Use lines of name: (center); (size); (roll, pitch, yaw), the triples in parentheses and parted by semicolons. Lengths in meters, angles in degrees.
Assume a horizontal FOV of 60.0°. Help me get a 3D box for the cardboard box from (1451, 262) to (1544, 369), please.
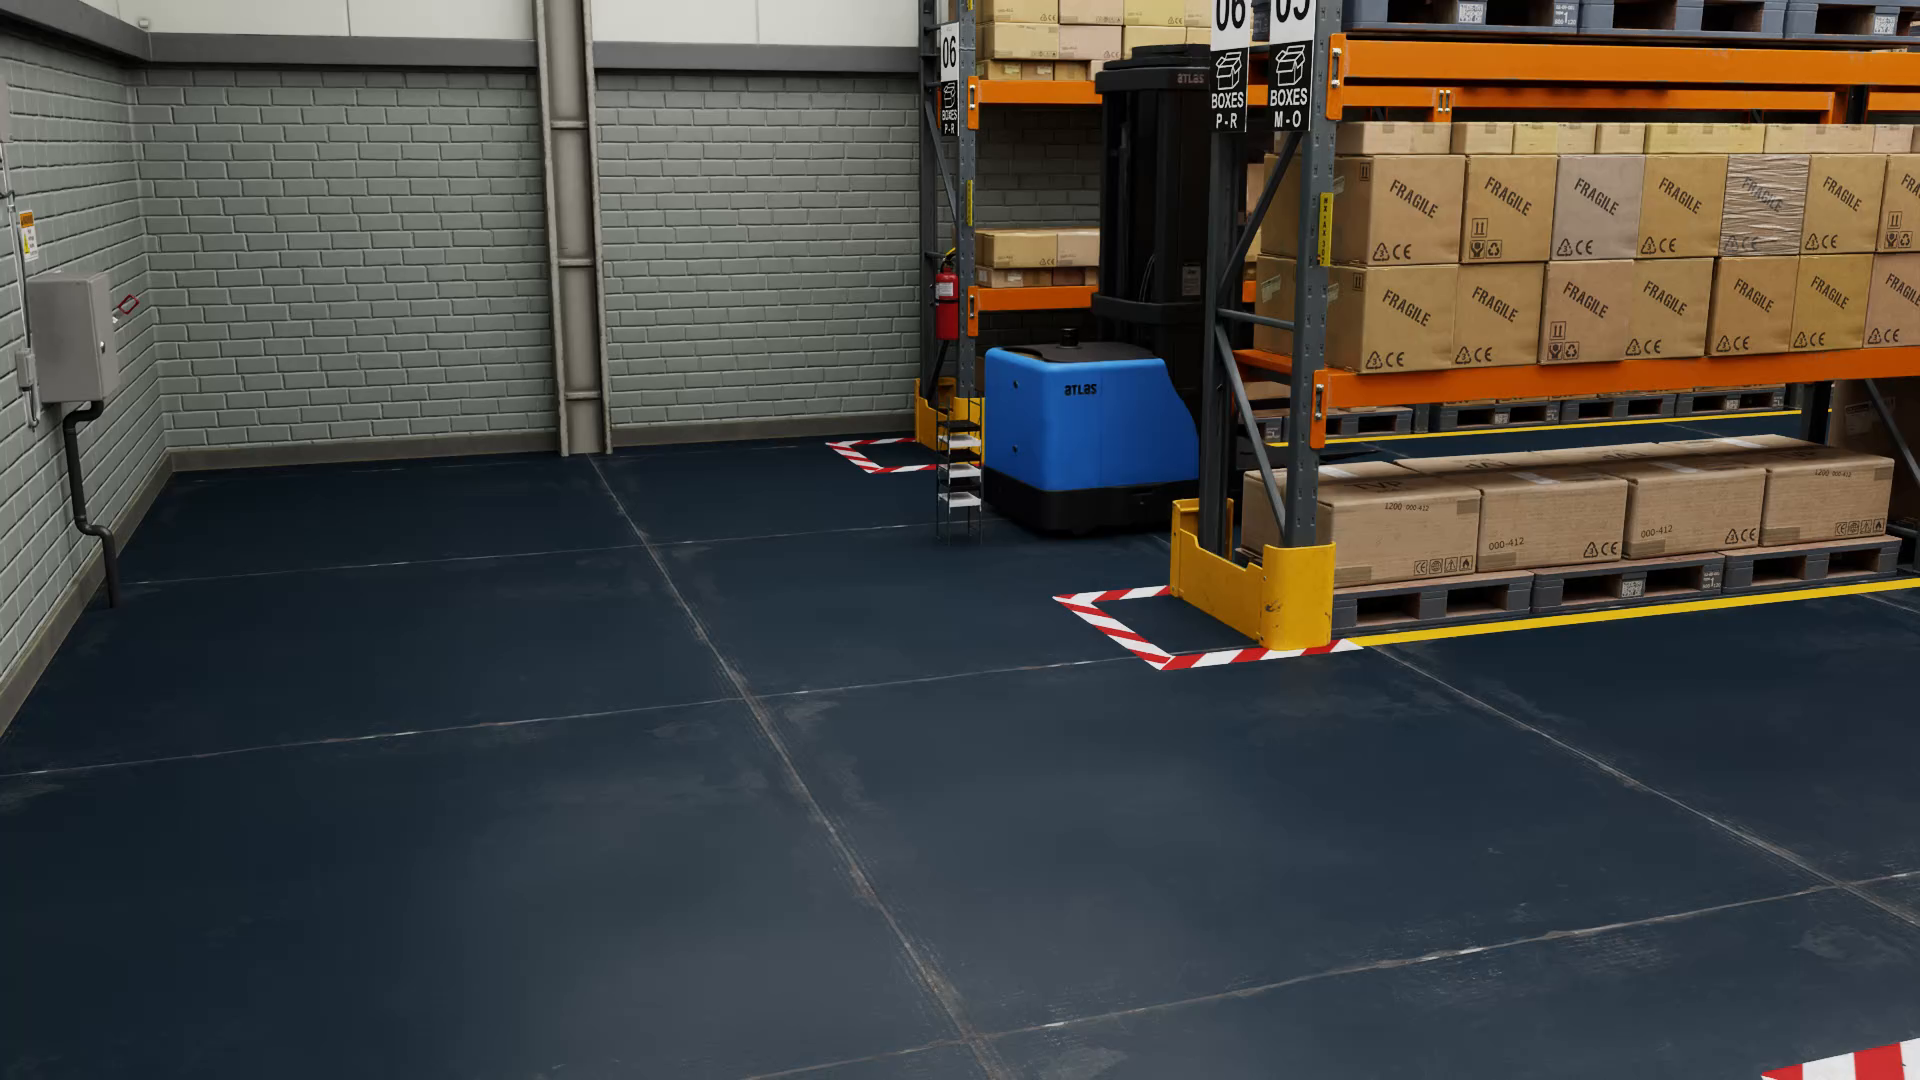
cardboard box: (2.499, -1.133, 8.207); (0.500, 0.500, 0.500); (-5, 14, -19)

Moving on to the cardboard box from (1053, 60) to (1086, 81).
cardboard box: (0.760, -3.507, 12.464); (0.250, 0.149, 0.380); (-4, 14, -18)

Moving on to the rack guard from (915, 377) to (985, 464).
rack guard: (-0.033, -0.946, 13.041); (0.348, 0.500, 1.175); (-4, 14, -18)

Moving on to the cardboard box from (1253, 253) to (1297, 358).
cardboard box: (1.855, -1.211, 8.534); (0.500, 0.500, 0.500); (-4, 14, -18)

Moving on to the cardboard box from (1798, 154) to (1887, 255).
cardboard box: (4.430, -1.768, 8.715); (0.500, 0.500, 0.500); (-5, 14, -19)

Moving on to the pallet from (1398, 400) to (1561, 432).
pallet: (4.445, -1.164, 14.579); (1.213, 0.211, 1.003); (-4, 14, -18)

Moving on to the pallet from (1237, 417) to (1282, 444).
pallet: (1.877, -0.954, 13.697); (1.213, 0.211, 1.003); (-4, 14, -18)

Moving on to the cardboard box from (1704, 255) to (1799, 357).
cardboard box: (3.957, -1.242, 8.668); (0.500, 0.500, 0.500); (-5, 14, -19)

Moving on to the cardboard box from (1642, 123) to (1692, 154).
cardboard box: (3.390, -1.990, 8.247); (0.250, 0.149, 0.380); (-5, 14, -19)

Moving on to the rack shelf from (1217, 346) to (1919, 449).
rack shelf: (3.377, -0.866, 8.856); (4.000, 0.370, 1.077); (-4, 14, -18)

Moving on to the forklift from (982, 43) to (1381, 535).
forklift: (1.713, -1.654, 10.765); (3.031, 2.935, 1.130); (-5, 14, -22)

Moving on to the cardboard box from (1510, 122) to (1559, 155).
cardboard box: (2.659, -1.937, 8.025); (0.250, 0.149, 0.380); (-5, 14, -20)

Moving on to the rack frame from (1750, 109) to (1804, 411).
rack frame: (7.477, -2.747, 15.210); (0.127, 3.000, 1.000); (-4, 14, -18)

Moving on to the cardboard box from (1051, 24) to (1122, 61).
cardboard box: (0.878, -3.703, 12.426); (0.500, 0.250, 0.500); (-4, 14, -17)

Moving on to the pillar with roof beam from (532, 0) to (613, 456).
pillar with roof beam: (-1.575, -4.130, 8.059); (0.400, 9.000, 9.100); (-4, 14, -18)

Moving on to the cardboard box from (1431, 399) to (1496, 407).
cardboard box: (4.217, -1.427, 14.152); (0.500, 0.500, 0.500); (-4, 14, -16)

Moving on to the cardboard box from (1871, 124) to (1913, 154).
cardboard box: (4.798, -2.126, 8.820); (0.250, 0.149, 0.380); (-4, 14, -17)

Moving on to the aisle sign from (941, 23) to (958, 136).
aisle sign: (-0.076, -3.352, 12.135); (0.004, 0.787, 0.394); (-4, 14, -18)

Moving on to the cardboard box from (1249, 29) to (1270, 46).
cardboard box: (2.330, -3.816, 12.905); (0.500, 0.250, 0.500); (-4, 14, -17)

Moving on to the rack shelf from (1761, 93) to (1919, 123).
rack shelf: (9.373, -4.004, 15.567); (4.000, 0.370, 1.077); (-4, 14, -18)

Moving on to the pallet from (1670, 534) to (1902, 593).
pallet: (4.527, 0.032, 9.552); (1.213, 0.211, 1.003); (-4, 14, -18)

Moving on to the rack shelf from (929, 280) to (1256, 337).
rack shelf: (1.791, -1.954, 13.432); (4.000, 0.370, 1.077); (-4, 14, -18)

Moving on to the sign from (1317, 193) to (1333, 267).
sign: (1.653, -1.406, 7.529); (0.005, 0.325, 0.100); (-4, 14, -18)

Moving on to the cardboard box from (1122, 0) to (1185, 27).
cardboard box: (1.356, -3.982, 12.521); (0.500, 0.250, 0.500); (-5, 14, -19)

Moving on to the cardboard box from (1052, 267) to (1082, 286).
cardboard box: (0.759, -2.055, 12.841); (0.250, 0.149, 0.380); (-5, 14, -19)

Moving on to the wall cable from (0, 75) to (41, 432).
wall cable: (-4.318, -1.452, 7.568); (0.122, 1.984, 0.588); (-4, 14, -18)

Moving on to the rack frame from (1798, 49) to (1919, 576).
rack frame: (5.273, -1.364, 9.393); (0.127, 3.000, 1.000); (-4, 14, -18)

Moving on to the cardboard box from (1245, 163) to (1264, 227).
cardboard box: (2.190, -2.837, 13.648); (0.500, 0.500, 0.500); (-5, 14, -20)

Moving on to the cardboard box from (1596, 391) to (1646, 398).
cardboard box: (5.686, -1.541, 14.632); (0.500, 0.500, 0.500); (-5, 14, -20)

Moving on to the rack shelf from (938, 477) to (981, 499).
rack shelf: (-0.008, -0.317, 10.065); (0.200, 0.077, 0.258); (-4, 14, -18)

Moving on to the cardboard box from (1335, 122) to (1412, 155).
cardboard box: (1.907, -1.884, 7.805); (0.250, 0.149, 0.380); (-4, 14, -17)

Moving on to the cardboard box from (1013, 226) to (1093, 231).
cardboard box: (0.736, -2.358, 13.257); (0.500, 0.250, 0.500); (-4, 14, -18)

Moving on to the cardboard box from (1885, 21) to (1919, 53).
cardboard box: (8.242, -4.508, 14.791); (0.500, 0.500, 0.500); (-4, 14, -18)

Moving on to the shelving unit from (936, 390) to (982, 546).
shelving unit: (-0.008, -0.437, 10.036); (0.210, 0.900, 0.258); (-4, 14, -18)

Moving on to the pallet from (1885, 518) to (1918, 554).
pallet: (5.980, -0.080, 10.025); (1.213, 0.211, 1.003); (-4, 14, -18)

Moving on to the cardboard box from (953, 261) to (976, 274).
cardboard box: (0.124, -2.118, 13.107); (0.250, 0.149, 0.380); (-5, 14, -19)

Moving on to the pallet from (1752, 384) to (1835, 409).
pallet: (8.270, -1.443, 15.752); (1.213, 0.211, 1.003); (-4, 14, -18)

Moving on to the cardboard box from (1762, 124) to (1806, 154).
cardboard box: (4.099, -2.061, 8.546); (0.250, 0.149, 0.380); (-5, 14, -18)

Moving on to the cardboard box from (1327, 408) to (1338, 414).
cardboard box: (2.914, -1.194, 13.682); (0.258, 0.266, 0.396); (-4, 14, -16)

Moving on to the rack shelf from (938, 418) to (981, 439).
rack shelf: (-0.008, -0.667, 9.981); (0.200, 0.077, 0.258); (-4, 14, -18)

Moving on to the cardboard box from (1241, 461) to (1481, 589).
cardboard box: (2.075, -0.097, 8.697); (0.875, 0.438, 0.875); (-5, 14, -20)

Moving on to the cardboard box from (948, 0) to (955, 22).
cardboard box: (0.227, -4.025, 12.701); (0.500, 0.250, 0.500); (-5, 14, -20)

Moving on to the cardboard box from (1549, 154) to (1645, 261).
cardboard box: (3.001, -1.656, 8.245); (0.500, 0.500, 0.500); (-5, 14, -18)

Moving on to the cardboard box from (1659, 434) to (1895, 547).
cardboard box: (4.644, -0.299, 9.545); (0.875, 0.438, 0.875); (-5, 14, -19)

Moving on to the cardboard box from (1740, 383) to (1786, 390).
cardboard box: (7.145, -1.657, 15.121); (0.500, 0.500, 0.500); (-4, 14, -16)
